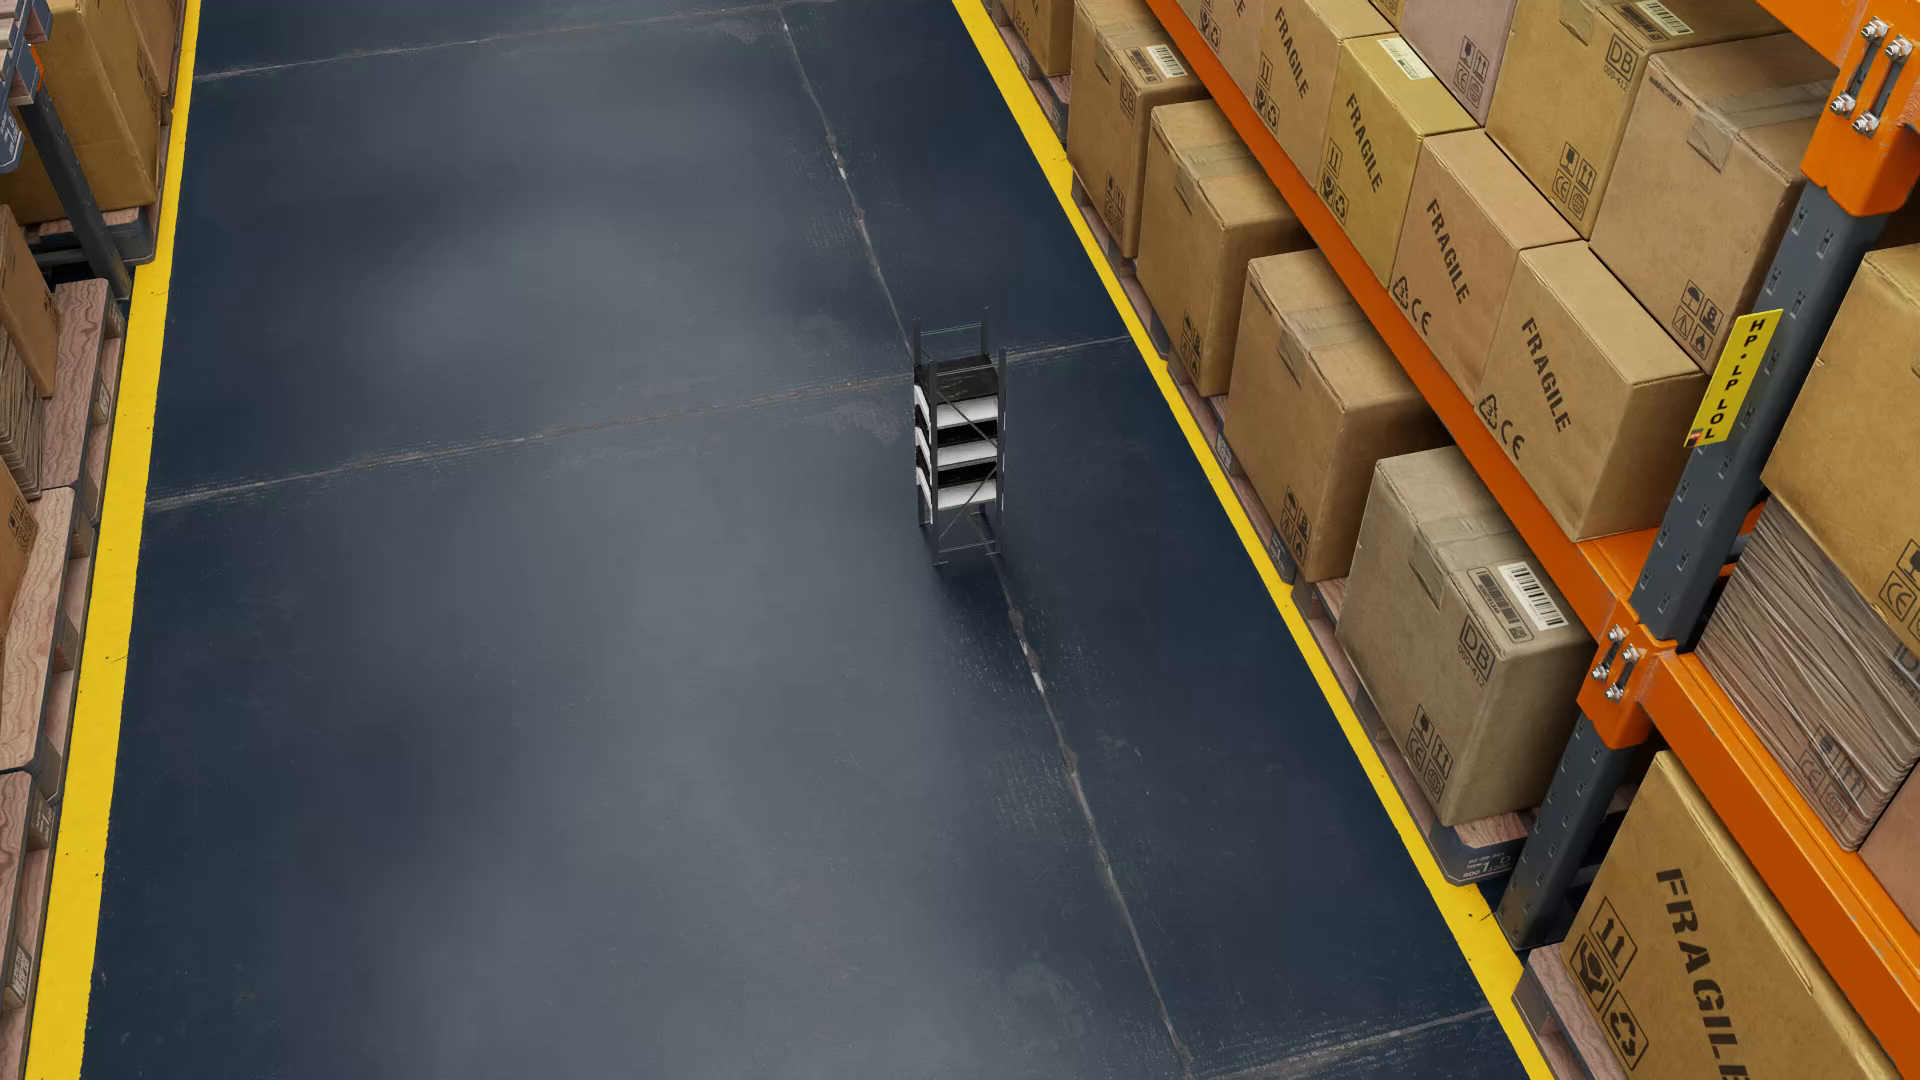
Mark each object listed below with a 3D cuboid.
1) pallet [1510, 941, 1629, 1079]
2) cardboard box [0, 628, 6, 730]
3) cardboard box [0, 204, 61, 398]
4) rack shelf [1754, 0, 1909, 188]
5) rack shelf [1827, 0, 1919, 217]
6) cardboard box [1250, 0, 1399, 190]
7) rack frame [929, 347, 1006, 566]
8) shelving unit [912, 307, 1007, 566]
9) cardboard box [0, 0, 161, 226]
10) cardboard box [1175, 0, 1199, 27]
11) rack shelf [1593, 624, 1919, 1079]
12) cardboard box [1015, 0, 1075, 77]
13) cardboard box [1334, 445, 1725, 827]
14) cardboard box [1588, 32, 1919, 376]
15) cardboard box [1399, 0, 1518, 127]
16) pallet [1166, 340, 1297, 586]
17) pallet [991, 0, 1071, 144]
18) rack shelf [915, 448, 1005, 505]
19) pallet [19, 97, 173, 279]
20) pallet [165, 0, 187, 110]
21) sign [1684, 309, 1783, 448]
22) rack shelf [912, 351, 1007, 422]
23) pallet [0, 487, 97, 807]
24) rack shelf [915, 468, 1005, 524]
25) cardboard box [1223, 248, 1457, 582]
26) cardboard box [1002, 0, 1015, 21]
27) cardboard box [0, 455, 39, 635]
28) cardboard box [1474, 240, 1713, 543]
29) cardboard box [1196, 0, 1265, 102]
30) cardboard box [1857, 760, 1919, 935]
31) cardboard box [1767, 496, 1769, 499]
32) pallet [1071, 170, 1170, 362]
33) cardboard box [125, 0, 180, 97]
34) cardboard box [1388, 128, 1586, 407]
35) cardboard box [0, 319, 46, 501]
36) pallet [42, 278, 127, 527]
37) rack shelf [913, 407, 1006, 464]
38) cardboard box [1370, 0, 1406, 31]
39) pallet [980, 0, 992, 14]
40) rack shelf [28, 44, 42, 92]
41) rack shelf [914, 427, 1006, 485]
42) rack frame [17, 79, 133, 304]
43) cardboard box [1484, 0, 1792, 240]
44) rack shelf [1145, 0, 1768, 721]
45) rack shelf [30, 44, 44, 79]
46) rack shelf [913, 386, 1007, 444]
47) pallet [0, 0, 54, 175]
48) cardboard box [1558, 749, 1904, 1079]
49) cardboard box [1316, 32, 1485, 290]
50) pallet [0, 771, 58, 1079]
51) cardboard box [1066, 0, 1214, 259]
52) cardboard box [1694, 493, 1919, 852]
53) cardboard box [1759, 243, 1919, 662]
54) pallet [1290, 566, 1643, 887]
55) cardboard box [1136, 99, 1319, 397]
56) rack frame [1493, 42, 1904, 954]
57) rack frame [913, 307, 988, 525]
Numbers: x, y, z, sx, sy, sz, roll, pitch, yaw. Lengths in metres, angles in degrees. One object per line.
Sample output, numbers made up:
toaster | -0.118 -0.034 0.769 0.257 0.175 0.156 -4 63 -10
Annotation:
pallet | 2.127 1.481 4.151 1.003 0.211 1.213 -11 47 -10
cardboard box | -3.197 0.377 4.723 0.700 0.500 0.500 -14 47 -14
cardboard box | -3.646 -0.779 5.856 0.700 0.500 0.500 -13 47 -12
rack shelf | 1.496 -2.214 4.223 1.077 0.370 4.000 -11 47 -10
rack shelf | 2.520 0.548 1.516 1.077 0.370 4.000 -11 47 -10
cardboard box | 1.225 -1.429 4.980 0.500 0.500 0.500 -11 47 -11
rack frame | 0.024 -0.250 5.365 0.240 0.900 0.006 -11 47 -10
shelving unit | -0.002 -0.321 5.434 0.258 0.900 0.210 -11 47 -10
cardboard box | -3.994 -1.843 6.649 1.225 0.875 0.875 -13 47 -12
cardboard box | 0.970 -2.121 5.659 0.500 0.500 0.500 -11 47 -11
rack shelf | 2.520 1.598 2.587 1.077 0.370 4.000 -11 47 -10
cardboard box | 0.562 -2.475 7.531 0.500 0.500 0.500 -11 47 -11
cardboard box | 1.762 0.194 4.741 1.050 0.750 0.750 -11 47 -11
cardboard box | 1.875 -0.761 3.626 0.700 0.500 0.500 -11 47 -11
cardboard box | 1.612 -1.465 4.315 0.700 0.500 0.500 -10 46 -10
pallet | 1.421 -0.422 6.015 1.003 0.211 1.213 -11 47 -10
pallet | 0.785 -2.360 7.915 1.003 0.211 1.213 -11 47 -10
rack shelf | -0.002 -0.234 5.522 0.258 0.077 0.200 -11 47 -10
pallet | -3.966 -1.541 7.113 1.003 0.211 1.213 -11 47 -10
pallet | -4.275 -2.382 7.937 1.003 0.211 1.213 -11 47 -10
sign | 1.486 -0.306 3.195 0.100 0.325 0.005 -11 47 -10
rack shelf | -0.002 -0.486 5.265 0.258 0.077 0.200 -11 47 -10
pallet | -3.330 0.397 5.213 1.003 0.211 1.213 -11 47 -10
rack shelf | -0.002 -0.171 5.586 0.258 0.077 0.200 -11 47 -10
cardboard box | 1.518 -0.473 5.395 1.050 0.750 0.750 -11 47 -10
cardboard box | 0.433 -2.834 7.883 0.500 0.500 0.500 -9 46 -9
cardboard box | -3.340 -0.009 5.100 0.700 0.500 0.500 -7 46 -7
cardboard box | 1.616 -0.381 3.953 0.500 0.500 0.500 -11 47 -11
cardboard box | 1.099 -1.773 5.318 0.500 0.500 0.500 -11 47 -10
cardboard box | 2.276 0.541 3.015 0.875 0.550 0.550 -11 47 -10
cardboard box | 2.133 -0.482 4.052 0.500 0.500 0.500 -10 46 -10
pallet | 1.113 -1.262 6.839 1.003 0.211 1.213 -11 47 -10
cardboard box | -4.214 -2.460 7.254 1.225 0.875 0.875 -11 47 -10
cardboard box | 1.486 -0.730 4.295 0.500 0.500 0.500 -11 47 -11
cardboard box | -3.492 -0.399 5.483 0.700 0.500 0.500 -14 47 -14
pallet | -3.638 -0.443 6.037 1.003 0.211 1.213 -11 47 -10
rack shelf | -0.002 -0.360 5.394 0.258 0.077 0.200 -11 47 -10
cardboard box | 1.484 -1.814 4.657 0.700 0.500 0.500 -11 47 -11
pallet | 0.476 -3.201 8.739 1.003 0.211 1.213 -11 47 -10
rack shelf | -3.325 -0.327 4.474 1.077 0.370 4.000 -11 47 -10
rack shelf | -0.002 -0.297 5.458 0.258 0.077 0.200 -11 47 -10
rack frame | -3.837 -1.959 5.570 1.000 3.000 0.127 -11 47 -10
cardboard box | 1.741 -1.116 3.974 0.700 0.500 0.500 -11 47 -11
rack shelf | 1.496 -1.164 5.294 1.077 0.370 4.000 -11 47 -10
rack shelf | -4.349 -3.088 7.180 1.077 0.370 4.000 -11 47 -10
rack shelf | -0.002 -0.423 5.329 0.258 0.077 0.200 -11 47 -10
pallet | -3.552 -1.420 5.175 1.213 0.211 1.003 -11 47 -10
cardboard box | 2.101 1.009 3.855 0.875 0.875 0.875 -10 46 -10
cardboard box | 1.357 -1.079 4.637 0.500 0.500 0.500 -10 46 -10
pallet | -3.014 1.241 4.386 1.003 0.211 1.213 -11 47 -10
cardboard box | 1.053 -1.719 6.616 1.050 0.750 0.750 -11 47 -11
cardboard box | 2.114 0.165 3.383 0.875 0.550 0.550 -11 47 -10
cardboard box | 2.069 -0.204 2.989 0.875 0.550 0.550 -11 47 -10
pallet | 1.737 0.422 5.188 1.003 0.211 1.213 -11 47 -10
cardboard box | 1.280 -1.116 6.025 1.050 0.750 0.750 -10 46 -10
rack frame | 2.008 -0.035 3.684 1.000 3.000 0.127 -11 47 -10
rack frame | -0.028 -0.391 5.503 0.240 0.900 0.006 -11 47 -10
